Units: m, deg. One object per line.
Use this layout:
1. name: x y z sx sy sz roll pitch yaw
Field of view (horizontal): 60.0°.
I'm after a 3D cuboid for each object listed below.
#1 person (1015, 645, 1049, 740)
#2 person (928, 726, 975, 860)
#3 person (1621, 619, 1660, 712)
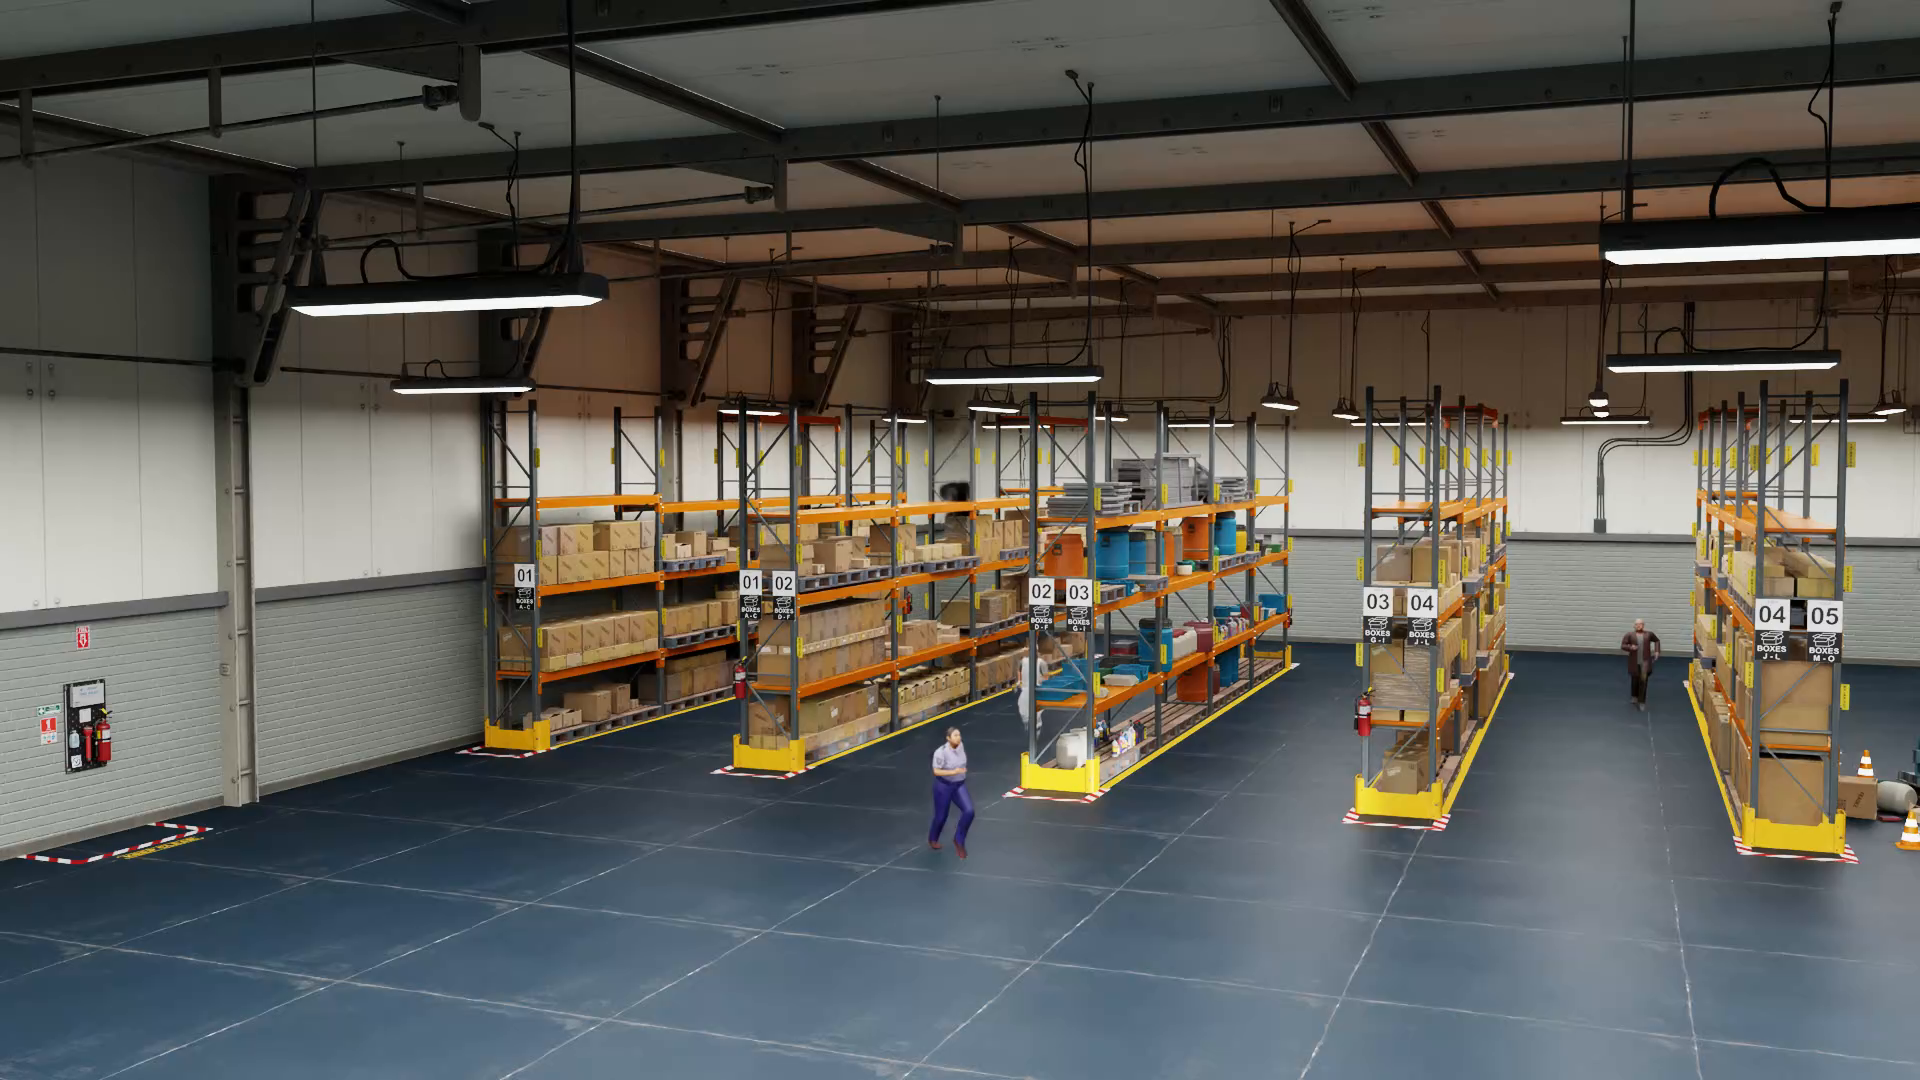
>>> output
1. person: 1.243 2.667 29.232 0.652 1.739 0.740 1 3 18
2. person: -0.134 3.159 20.904 0.627 1.671 0.815 -2 4 -38
3. person: 13.588 2.472 33.226 0.730 1.787 1.051 1 3 26
